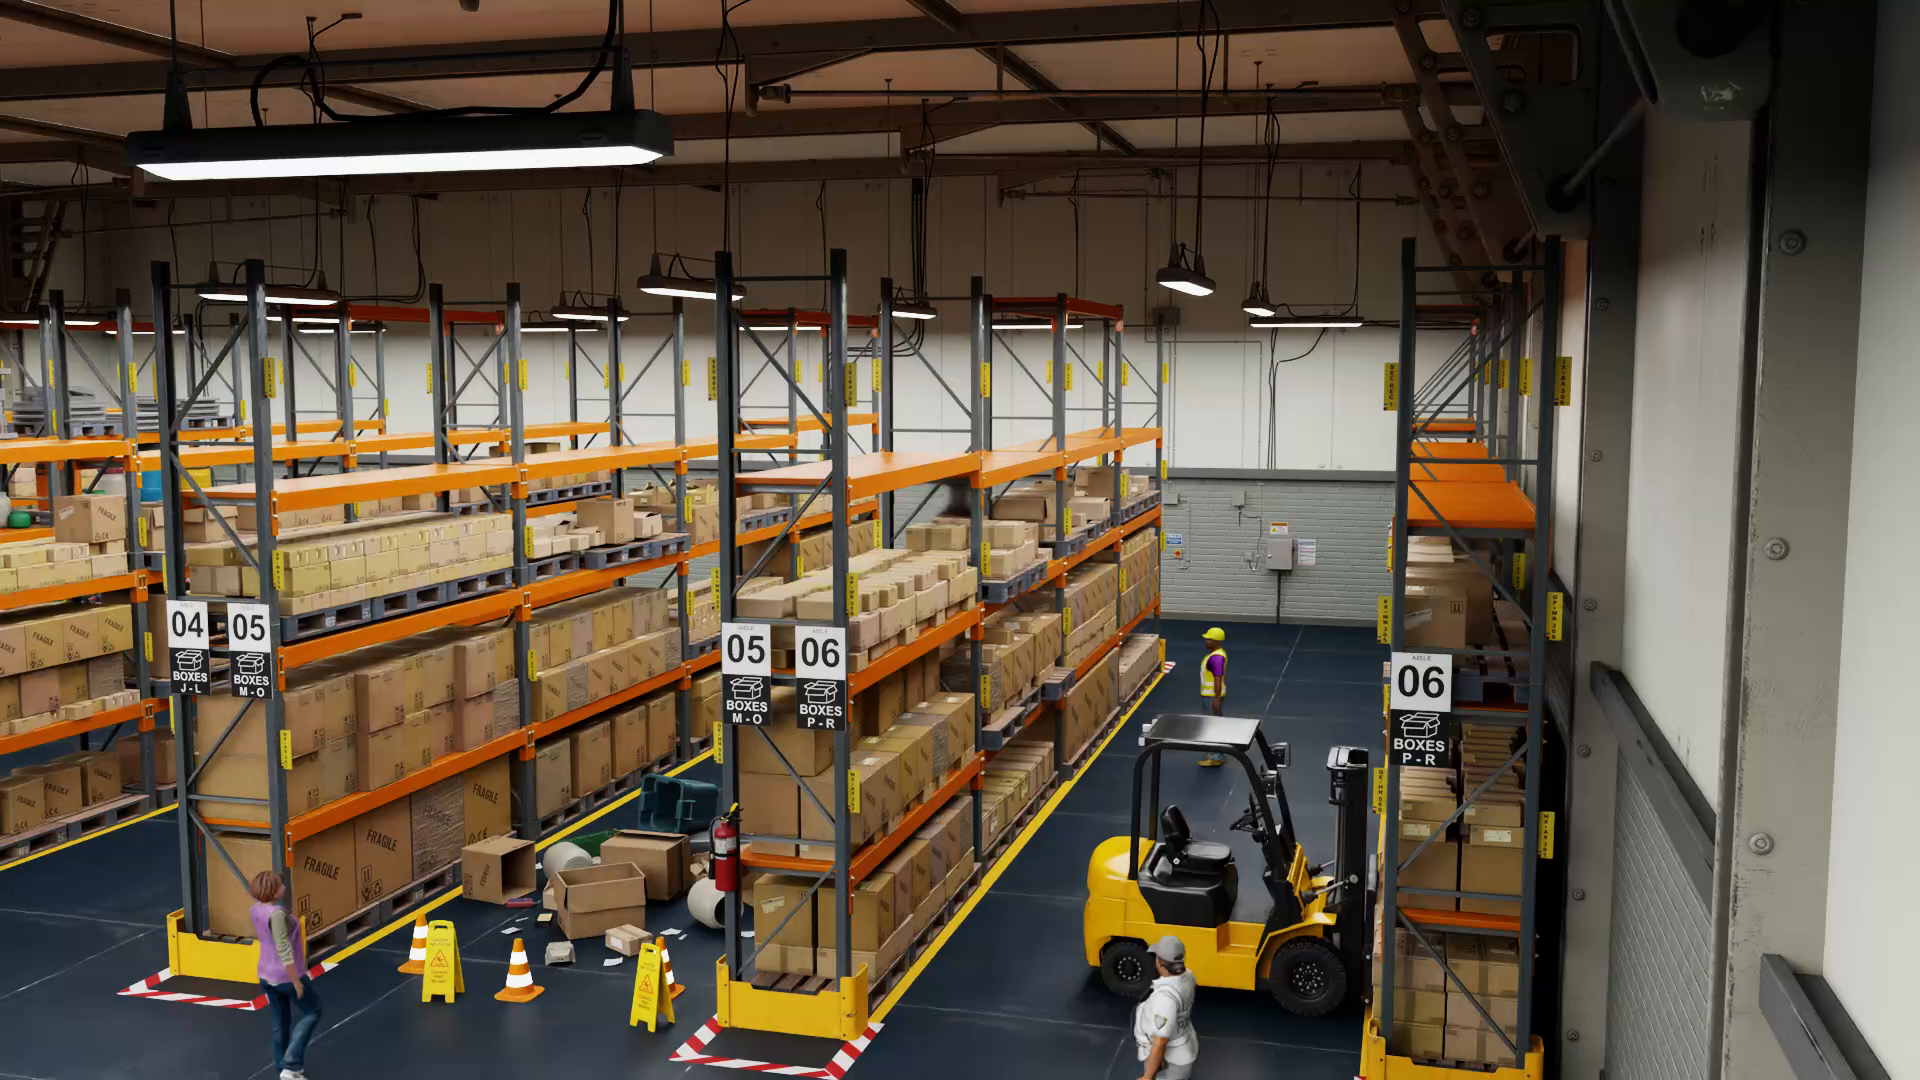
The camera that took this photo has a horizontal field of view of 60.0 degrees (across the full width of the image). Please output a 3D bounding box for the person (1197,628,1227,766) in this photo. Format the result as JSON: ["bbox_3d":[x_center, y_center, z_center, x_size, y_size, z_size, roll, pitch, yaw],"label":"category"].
[{"bbox_3d":[3.275,2.014,21.485,0.356,1.767,0.658,2,6,18],"label":"person"}]

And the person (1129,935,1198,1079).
[{"bbox_3d":[1.288,3.252,10.340,0.436,1.676,0.593,2,6,14],"label":"person"}]

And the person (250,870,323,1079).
[{"bbox_3d":[-4.829,3.137,11.908,0.448,1.567,0.408,3,7,27],"label":"person"}]
